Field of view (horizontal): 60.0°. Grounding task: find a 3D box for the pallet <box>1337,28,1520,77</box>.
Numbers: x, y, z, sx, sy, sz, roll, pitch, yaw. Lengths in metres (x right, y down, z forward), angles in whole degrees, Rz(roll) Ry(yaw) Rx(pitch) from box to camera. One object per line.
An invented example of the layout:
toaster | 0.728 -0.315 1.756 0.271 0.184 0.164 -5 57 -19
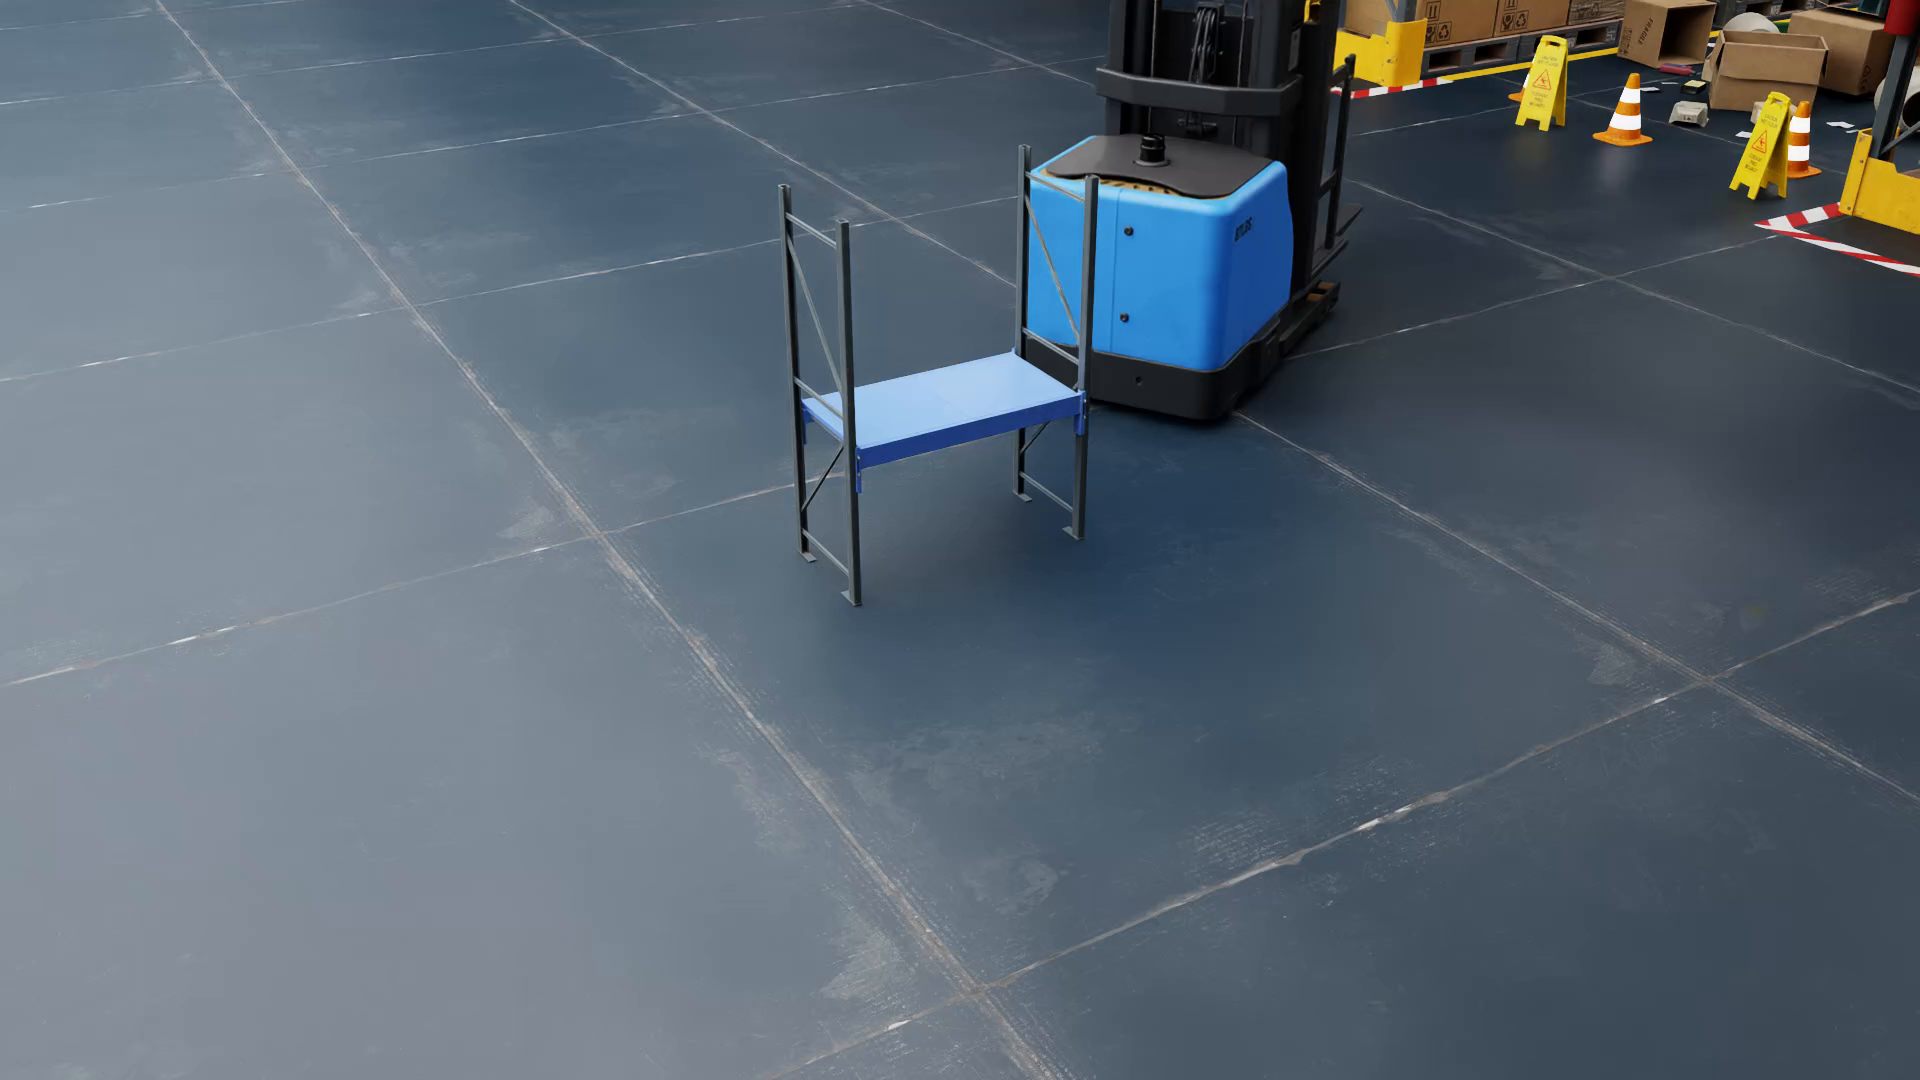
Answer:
pallet | 3.968 -4.226 14.189 1.213 0.211 1.003 -16 33 -26

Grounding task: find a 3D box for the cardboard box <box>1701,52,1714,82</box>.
cardboard box | 6.218 -3.813 13.384 0.258 0.266 0.396 -10 30 -18

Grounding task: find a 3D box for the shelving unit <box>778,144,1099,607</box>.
shelving unit | -0.074 -0.636 6.350 1.048 1.500 0.538 -16 33 -26

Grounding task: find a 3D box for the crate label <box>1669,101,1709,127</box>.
crate label | 5.421 -3.168 12.349 0.250 0.136 0.298 15 32 26

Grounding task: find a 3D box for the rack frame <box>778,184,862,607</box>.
rack frame | -0.512 -0.511 6.124 0.032 1.500 0.500 -16 33 -26

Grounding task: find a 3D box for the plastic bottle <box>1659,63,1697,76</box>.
plastic bottle | 5.936 -3.878 13.713 0.283 0.061 0.133 22 36 34

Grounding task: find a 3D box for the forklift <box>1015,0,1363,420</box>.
forklift | 1.396 -2.515 8.273 1.130 2.935 3.031 14 32 24

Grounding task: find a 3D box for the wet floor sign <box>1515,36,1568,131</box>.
wet floor sign | 4.297 -3.356 12.163 0.232 0.644 0.267 -22 36 -35

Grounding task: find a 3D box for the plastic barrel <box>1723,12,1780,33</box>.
plastic barrel | 6.566 -4.153 13.837 0.421 0.421 0.512 5 29 8

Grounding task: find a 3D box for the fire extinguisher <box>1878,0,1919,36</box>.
fire extinguisher | 5.581 -3.311 9.726 0.183 0.674 0.296 -16 33 -26

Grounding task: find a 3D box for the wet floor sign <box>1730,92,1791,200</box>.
wet floor sign | 5.207 -2.550 10.702 0.232 0.644 0.267 -5 29 -9

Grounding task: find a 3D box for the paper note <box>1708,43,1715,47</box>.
paper note | 6.646 -4.356 14.612 0.147 0.020 0.142 10 30 17

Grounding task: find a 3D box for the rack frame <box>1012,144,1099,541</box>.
rack frame | 0.365 -0.760 6.575 0.032 1.500 0.500 -16 33 -26

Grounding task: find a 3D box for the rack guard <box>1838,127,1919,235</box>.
rack guard | 5.979 -2.106 10.048 0.348 0.500 1.175 -16 33 -26

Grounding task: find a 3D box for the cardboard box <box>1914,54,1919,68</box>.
cardboard box | 7.572 -3.658 13.104 0.258 0.266 0.396 10 30 17

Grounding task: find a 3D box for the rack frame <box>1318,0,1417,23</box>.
rack frame | 3.318 -5.219 13.102 0.127 3.000 1.000 -16 33 -26

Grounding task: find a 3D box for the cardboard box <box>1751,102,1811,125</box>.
cardboard box | 6.019 -3.095 12.205 0.250 0.149 0.380 0 29 0

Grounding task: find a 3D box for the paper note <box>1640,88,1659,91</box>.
paper note | 5.495 -3.584 13.215 0.142 0.017 0.144 -5 29 -9

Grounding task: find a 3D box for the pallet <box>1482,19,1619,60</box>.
pallet | 5.019 -4.523 14.727 1.213 0.211 1.003 -16 33 -26

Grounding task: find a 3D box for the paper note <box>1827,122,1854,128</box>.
paper note | 6.528 -3.082 12.316 0.142 0.019 0.148 -5 29 -9

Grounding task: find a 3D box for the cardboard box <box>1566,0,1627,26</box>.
cardboard box | 5.414 -5.104 14.659 0.875 0.875 0.875 -16 33 -26

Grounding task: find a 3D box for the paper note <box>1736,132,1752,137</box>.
paper note | 5.720 -2.942 12.049 0.148 0.019 0.142 22 36 34

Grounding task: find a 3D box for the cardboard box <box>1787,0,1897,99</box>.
cardboard box | 6.947 -3.865 13.092 0.503 0.637 0.797 -16 33 -26

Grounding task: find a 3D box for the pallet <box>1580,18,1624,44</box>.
pallet | 6.072 -4.823 15.272 1.213 0.211 1.003 -16 33 -26

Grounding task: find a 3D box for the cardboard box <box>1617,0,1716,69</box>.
cardboard box | 5.949 -4.297 14.016 0.500 0.500 0.500 -10 30 -18

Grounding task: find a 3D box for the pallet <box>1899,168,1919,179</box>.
pallet | 6.697 -2.163 10.451 1.213 0.211 1.003 -16 33 -26

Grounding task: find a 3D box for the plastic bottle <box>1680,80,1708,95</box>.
plastic bottle | 5.843 -3.606 13.220 0.133 0.061 0.283 22 36 34

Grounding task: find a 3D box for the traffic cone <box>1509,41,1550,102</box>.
traffic cone | 4.496 -3.646 12.878 0.334 0.463 0.336 -16 33 -26

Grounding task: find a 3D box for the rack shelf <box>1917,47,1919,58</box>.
rack shelf | 7.638 -3.356 10.471 4.000 0.370 1.077 -16 33 -26

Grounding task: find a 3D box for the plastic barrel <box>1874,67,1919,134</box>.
plastic barrel | 6.927 -3.190 12.092 0.421 0.421 0.512 5 29 8

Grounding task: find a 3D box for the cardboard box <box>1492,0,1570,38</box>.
cardboard box | 4.627 -4.882 14.256 0.875 0.875 0.875 -16 33 -27

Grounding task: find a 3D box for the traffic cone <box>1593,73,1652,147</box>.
traffic cone | 4.775 -3.092 11.875 0.334 0.463 0.336 -16 33 -26

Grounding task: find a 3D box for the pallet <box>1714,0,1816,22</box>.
pallet | 7.394 -5.197 15.949 1.213 0.211 1.003 -16 33 -26

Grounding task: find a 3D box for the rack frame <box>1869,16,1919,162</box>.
rack frame | 5.913 -3.181 9.410 0.127 3.000 1.000 -16 33 -26

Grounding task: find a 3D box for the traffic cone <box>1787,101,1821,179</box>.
traffic cone | 5.631 -2.713 11.188 0.334 0.463 0.336 -16 33 -26

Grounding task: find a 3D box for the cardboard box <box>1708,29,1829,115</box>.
cardboard box | 6.145 -3.573 12.703 0.797 0.503 0.637 10 30 17

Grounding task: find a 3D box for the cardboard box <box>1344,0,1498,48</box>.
cardboard box | 3.870 -4.666 13.864 0.875 0.875 0.875 -16 33 -26

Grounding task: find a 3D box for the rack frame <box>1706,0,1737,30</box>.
rack frame | 6.767 -6.198 14.876 0.127 3.000 1.000 -16 33 -26

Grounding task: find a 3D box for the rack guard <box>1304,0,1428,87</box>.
rack guard | 3.298 -4.118 13.695 0.348 0.500 1.175 -16 33 -26

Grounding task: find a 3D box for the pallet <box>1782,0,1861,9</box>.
pallet | 8.447 -5.498 16.494 1.213 0.211 1.003 -16 33 -26

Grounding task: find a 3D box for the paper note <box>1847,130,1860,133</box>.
paper note | 6.528 -2.988 12.155 0.123 0.001 0.032 -16 33 -26

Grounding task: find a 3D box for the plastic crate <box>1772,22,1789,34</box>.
plastic crate | 7.281 -4.404 14.476 0.662 0.188 0.450 0 19 0

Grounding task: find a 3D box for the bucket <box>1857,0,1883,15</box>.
bucket | 7.818 -4.436 13.499 0.620 0.611 0.726 4 28 -14

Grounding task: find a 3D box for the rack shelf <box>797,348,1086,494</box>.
rack shelf | -0.074 -0.478 6.437 1.000 0.185 0.538 -16 33 -26
